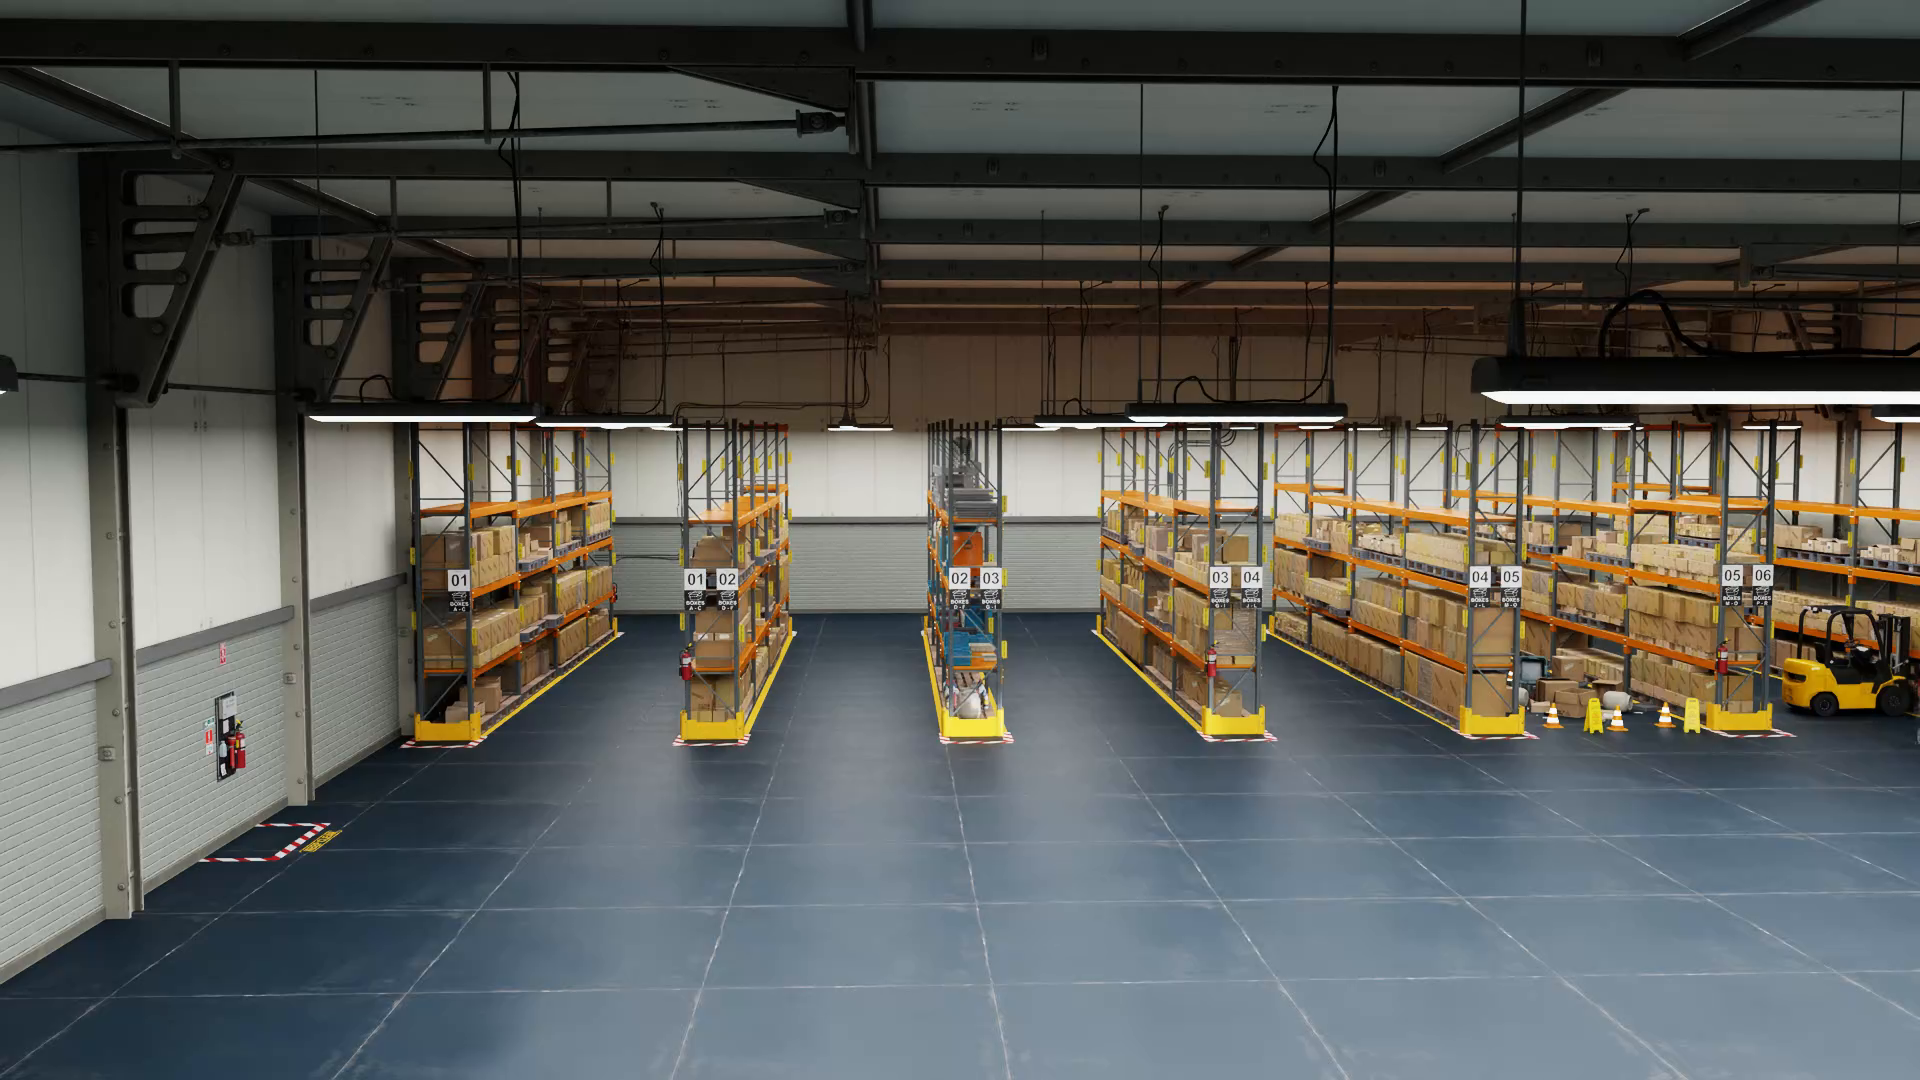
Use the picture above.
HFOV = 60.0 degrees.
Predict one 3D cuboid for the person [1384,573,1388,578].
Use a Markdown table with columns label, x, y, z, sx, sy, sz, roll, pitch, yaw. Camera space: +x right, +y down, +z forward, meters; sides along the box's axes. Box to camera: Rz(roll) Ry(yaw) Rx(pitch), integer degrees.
| label | x | y | z | sx | sy | sz | roll | pitch | yaw |
| --- | --- | --- | --- | --- | --- | --- | --- | --- | --- |
| person | 12.539 | 1.776 | 48.964 | 0.561 | 1.622 | 0.560 | -1 | 4 | -12 |
